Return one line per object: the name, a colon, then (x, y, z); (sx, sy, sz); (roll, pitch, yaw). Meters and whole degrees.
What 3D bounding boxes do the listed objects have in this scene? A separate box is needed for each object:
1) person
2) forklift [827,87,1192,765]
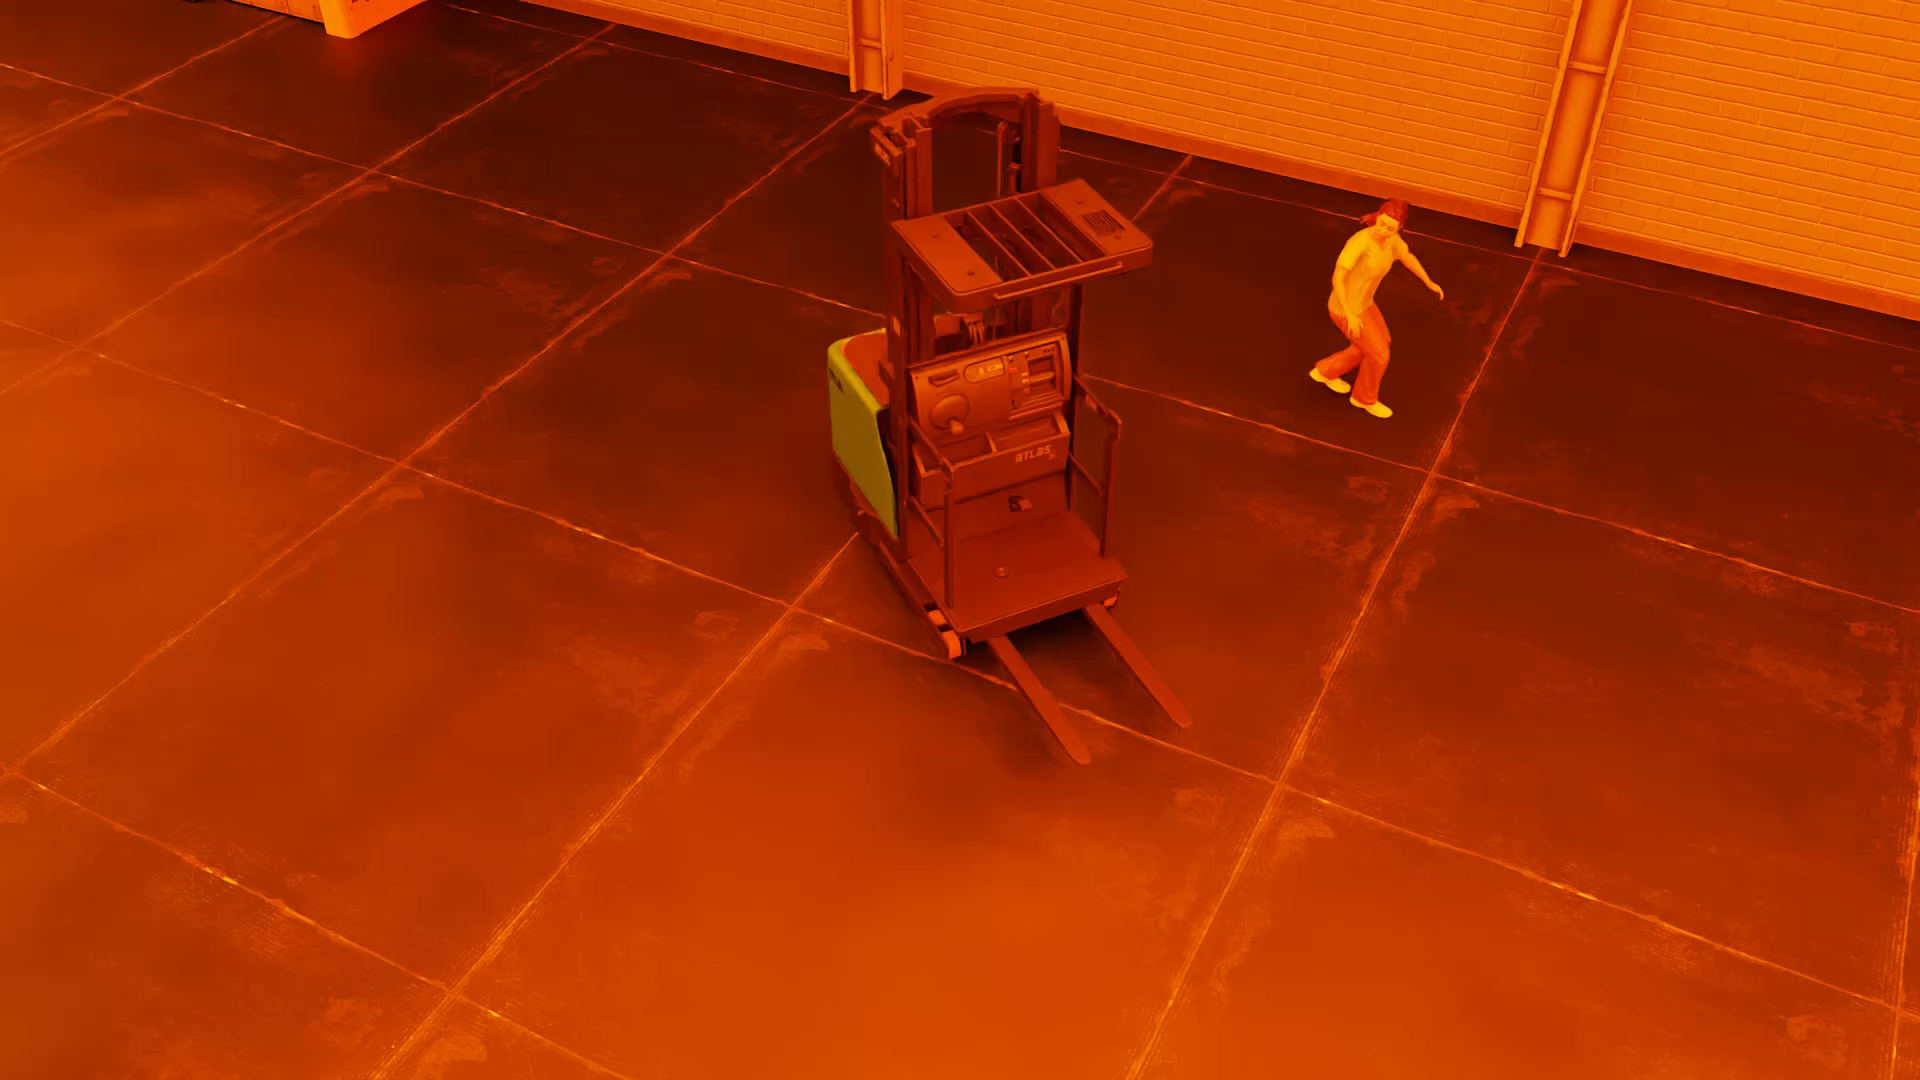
person: (2.695, -1.480, 10.819); (0.749, 1.551, 0.774); (22, 45, 24)
forklift: (0.272, -0.767, 8.898); (1.130, 2.935, 3.031); (-17, 43, -19)
